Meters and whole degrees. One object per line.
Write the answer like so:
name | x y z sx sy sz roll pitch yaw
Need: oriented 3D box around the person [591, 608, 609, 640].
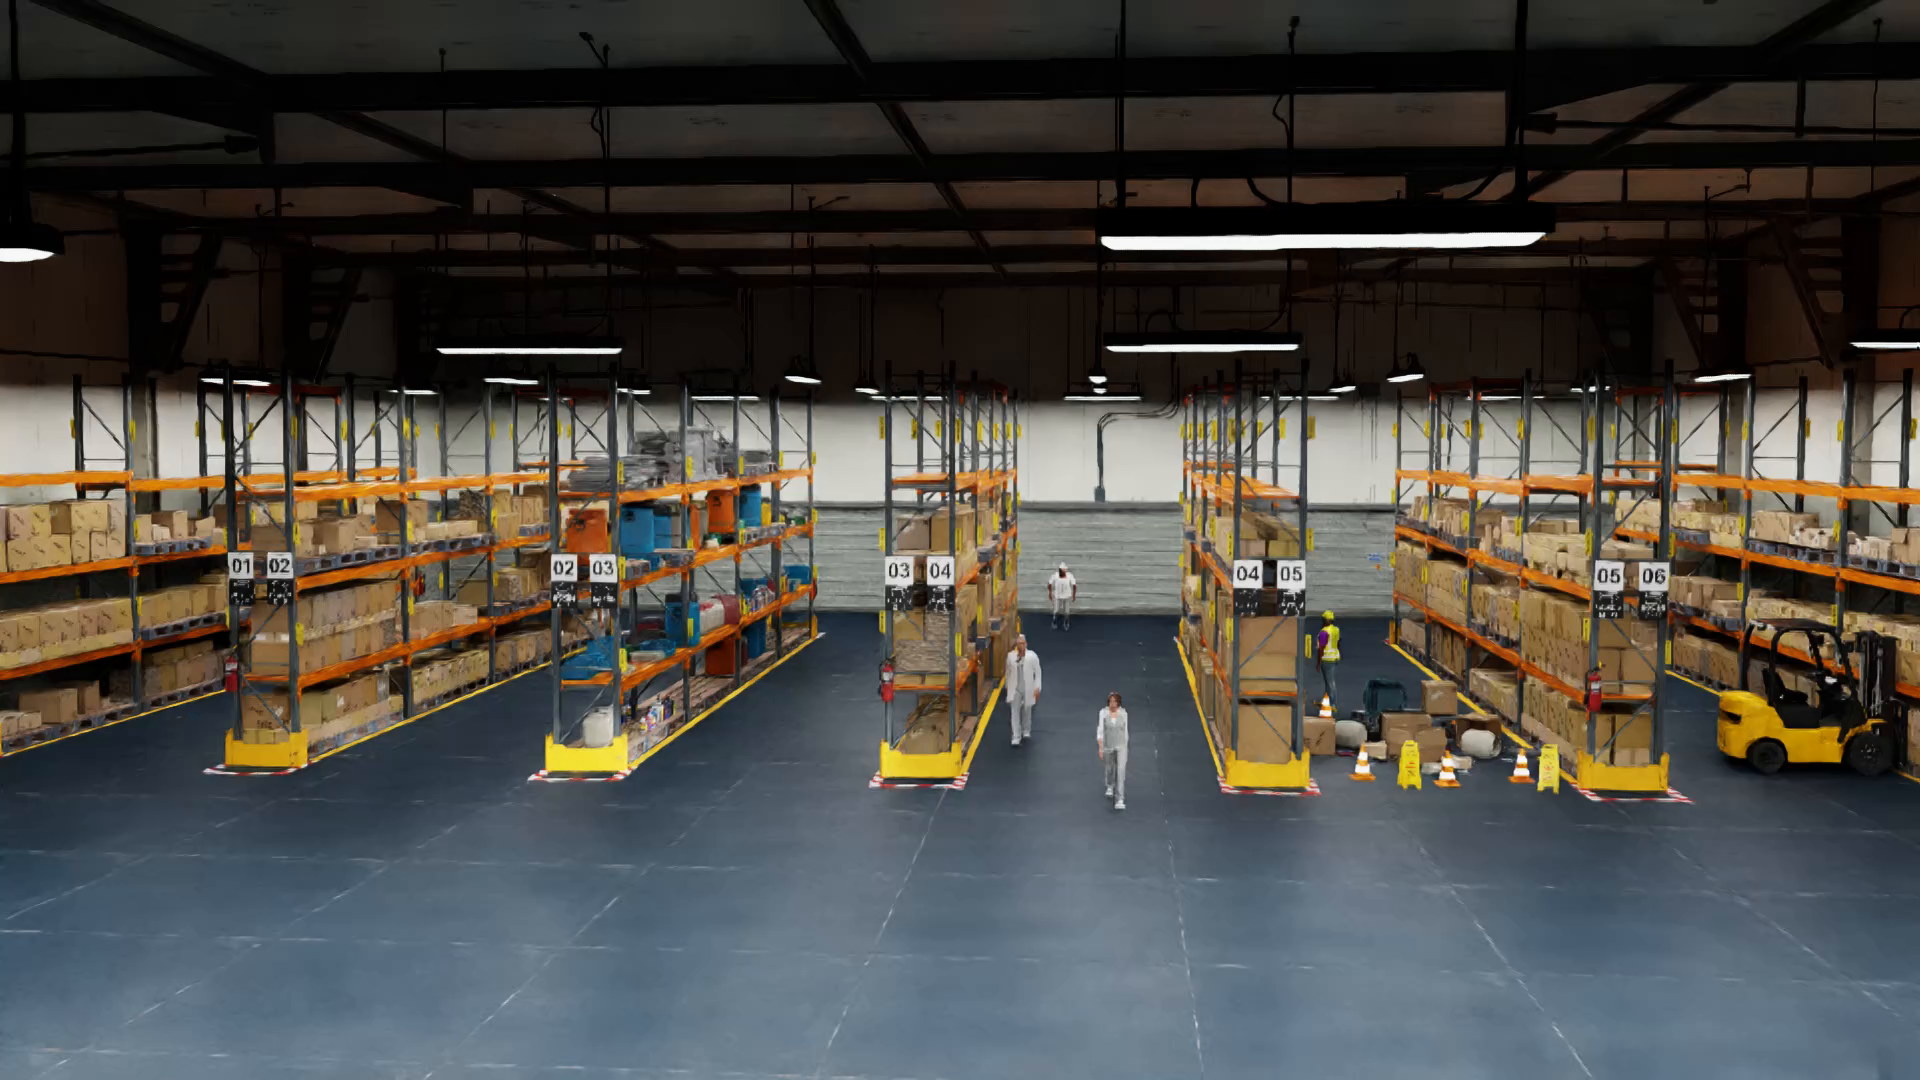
person | -7.852 1.770 36.274 0.396 1.661 0.589 -1 4 -10

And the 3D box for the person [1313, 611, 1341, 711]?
person | 6.573 2.144 29.821 0.580 1.763 0.673 3 5 37

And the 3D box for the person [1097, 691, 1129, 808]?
person | 2.047 2.765 22.273 0.417 1.517 1.036 1 4 8

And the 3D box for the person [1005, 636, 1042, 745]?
person | 1.005 2.385 26.641 0.603 1.725 1.110 0 4 4

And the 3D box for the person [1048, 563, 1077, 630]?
person | 2.557 1.416 41.643 0.719 1.714 0.578 0 4 3
